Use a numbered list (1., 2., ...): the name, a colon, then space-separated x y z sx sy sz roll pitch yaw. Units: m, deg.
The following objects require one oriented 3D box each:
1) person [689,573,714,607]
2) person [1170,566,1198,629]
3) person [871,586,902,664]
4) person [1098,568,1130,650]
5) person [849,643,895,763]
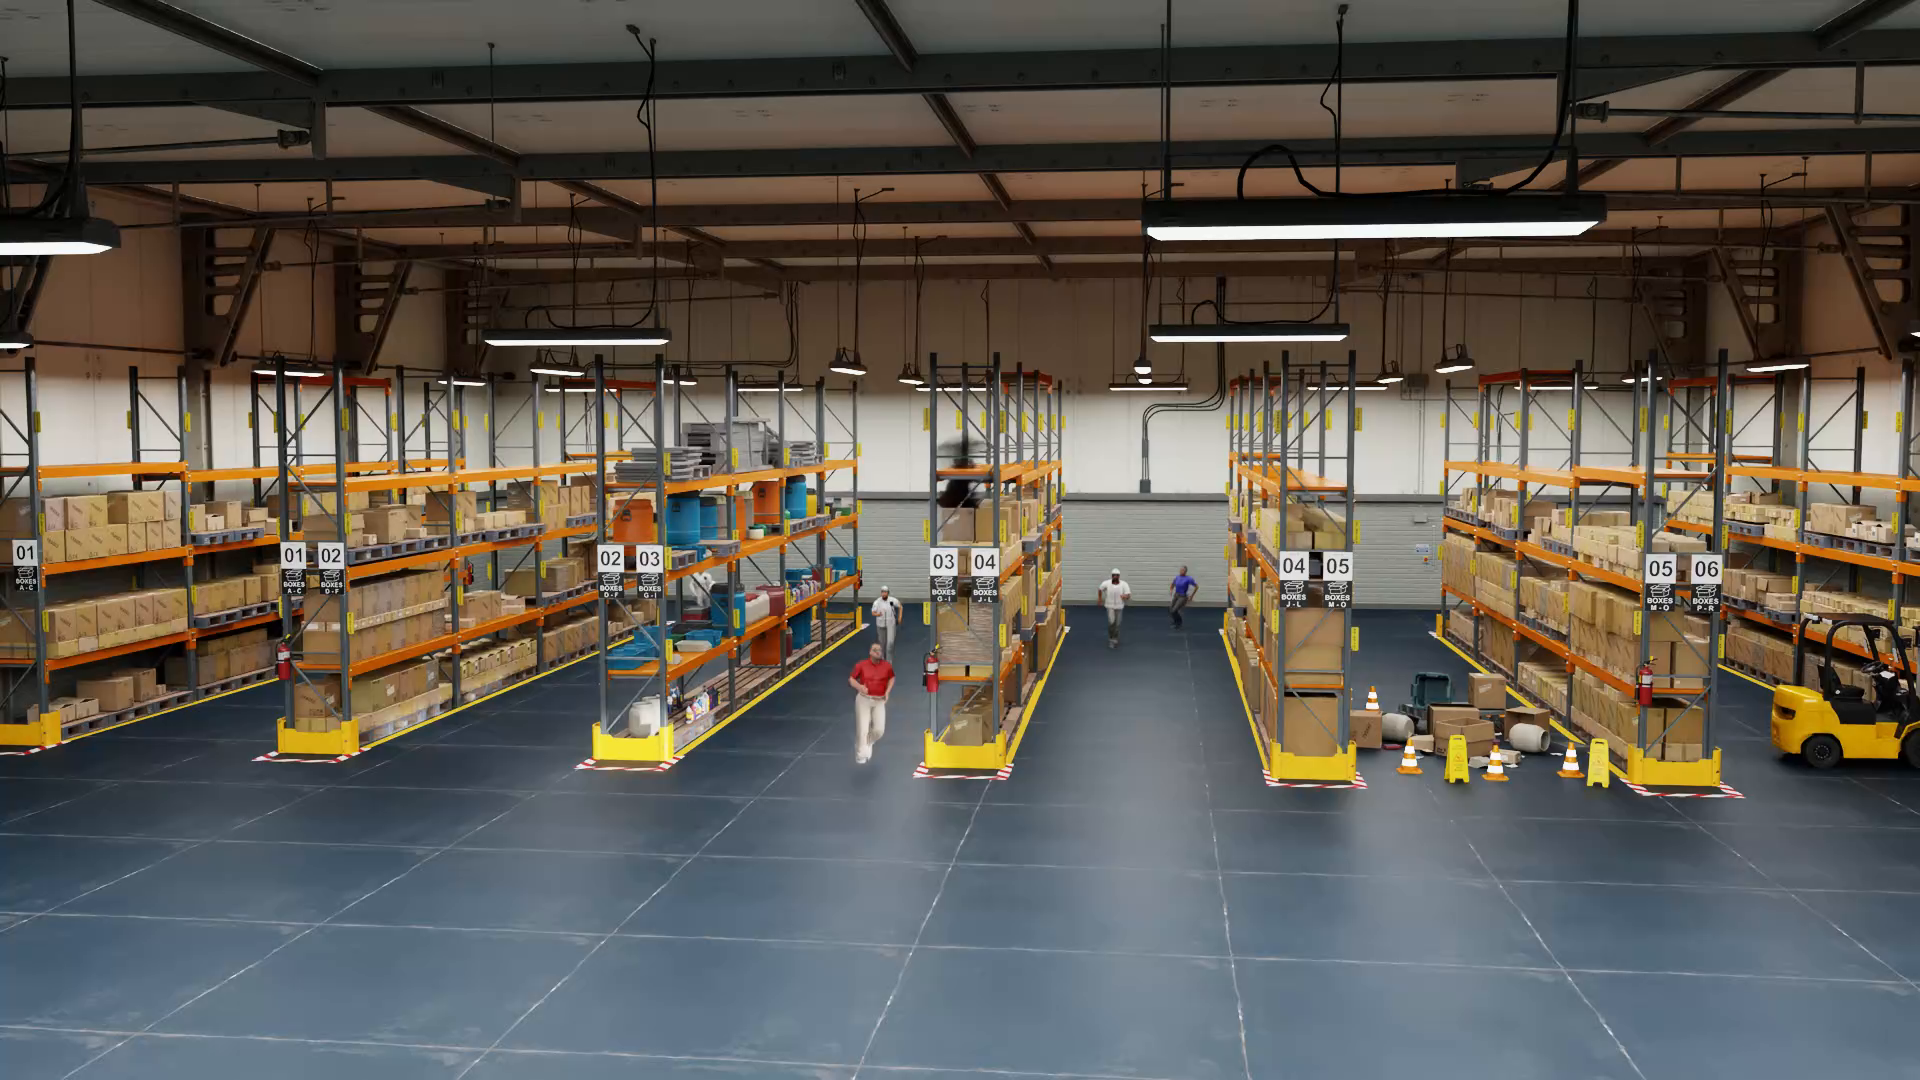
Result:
1. person: -6.159 1.362 39.745 0.628 1.698 0.791 0 4 -5
2. person: 5.310 1.394 40.013 0.594 1.559 0.738 -4 6 -44
3. person: -1.491 1.780 33.920 0.612 1.709 0.896 0 4 5
4. person: 3.422 1.528 36.774 0.668 1.809 0.829 0 4 -4
5. person: -1.201 2.274 23.213 0.677 1.673 0.627 -1 4 -14
